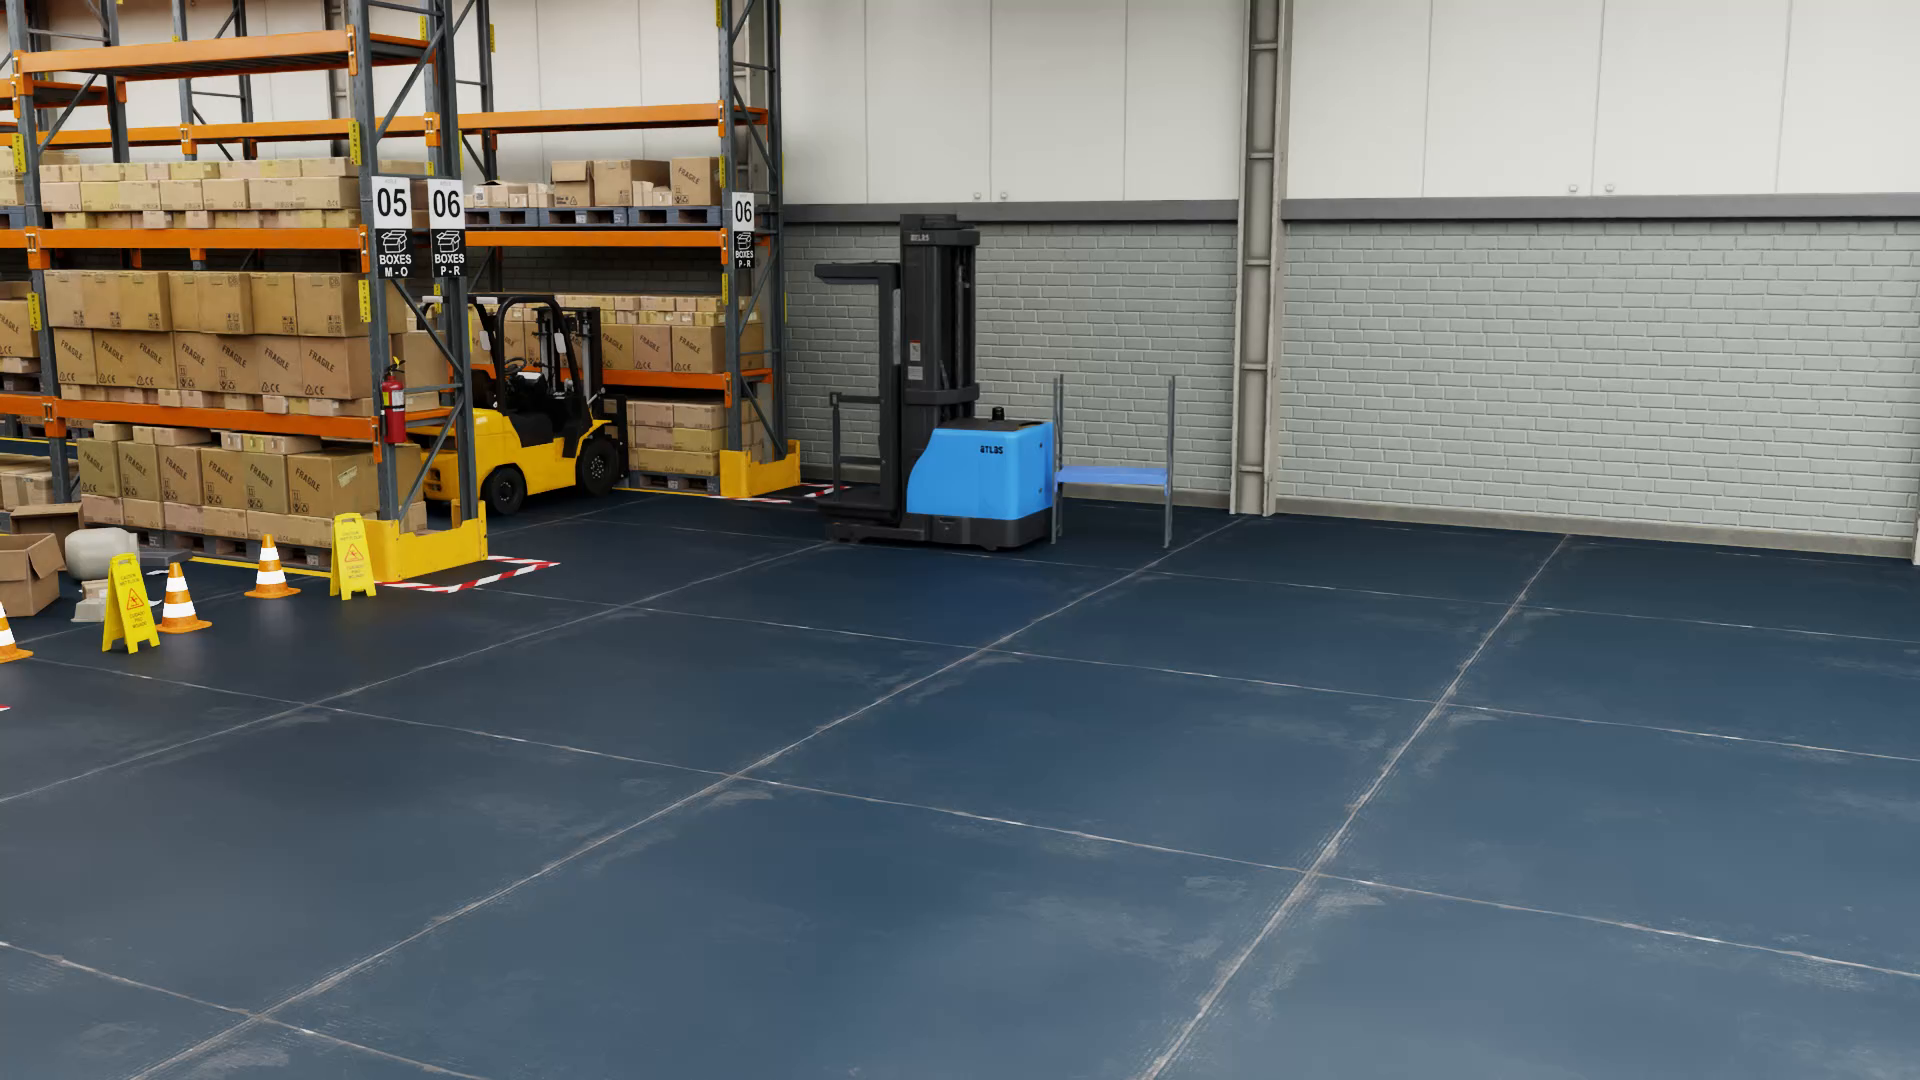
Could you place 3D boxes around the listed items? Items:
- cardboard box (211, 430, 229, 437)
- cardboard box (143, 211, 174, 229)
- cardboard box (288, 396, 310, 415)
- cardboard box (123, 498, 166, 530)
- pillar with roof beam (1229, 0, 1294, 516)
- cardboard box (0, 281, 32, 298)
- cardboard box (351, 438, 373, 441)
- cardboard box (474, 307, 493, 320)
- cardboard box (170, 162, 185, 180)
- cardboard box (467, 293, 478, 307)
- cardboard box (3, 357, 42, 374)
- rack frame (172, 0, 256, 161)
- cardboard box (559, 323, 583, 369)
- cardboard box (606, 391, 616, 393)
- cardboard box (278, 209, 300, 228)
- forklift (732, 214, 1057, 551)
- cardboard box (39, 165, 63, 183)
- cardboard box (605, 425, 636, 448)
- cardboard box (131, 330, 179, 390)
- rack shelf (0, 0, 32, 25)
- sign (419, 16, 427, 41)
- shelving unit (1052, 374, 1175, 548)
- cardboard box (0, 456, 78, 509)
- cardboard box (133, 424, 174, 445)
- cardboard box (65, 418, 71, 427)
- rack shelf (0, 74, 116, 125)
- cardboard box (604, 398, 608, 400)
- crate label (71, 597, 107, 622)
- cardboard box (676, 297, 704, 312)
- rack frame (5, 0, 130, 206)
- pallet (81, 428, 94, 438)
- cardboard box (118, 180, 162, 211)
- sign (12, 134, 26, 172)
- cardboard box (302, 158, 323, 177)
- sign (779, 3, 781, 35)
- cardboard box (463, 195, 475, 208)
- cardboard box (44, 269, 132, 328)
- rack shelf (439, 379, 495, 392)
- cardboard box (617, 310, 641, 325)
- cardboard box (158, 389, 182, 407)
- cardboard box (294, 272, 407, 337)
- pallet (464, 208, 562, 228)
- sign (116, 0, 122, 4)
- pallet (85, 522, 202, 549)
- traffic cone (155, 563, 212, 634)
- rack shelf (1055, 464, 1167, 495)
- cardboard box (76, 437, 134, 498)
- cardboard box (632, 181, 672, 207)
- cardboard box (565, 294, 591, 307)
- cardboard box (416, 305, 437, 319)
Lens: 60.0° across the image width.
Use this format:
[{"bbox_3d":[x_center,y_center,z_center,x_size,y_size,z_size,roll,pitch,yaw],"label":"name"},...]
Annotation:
[{"bbox_3d":[-6.878,-0.726,15.275,0.500,0.500,0.500,5,12,27],"label":"cardboard box"},{"bbox_3d":[-6.696,-2.720,14.139,0.250,0.149,0.380,5,11,25],"label":"cardboard box"},{"bbox_3d":[-5.324,-1.129,13.773,0.250,0.149,0.380,5,11,25],"label":"cardboard box"},{"bbox_3d":[-7.091,-0.271,14.865,0.500,0.250,0.500,6,12,29],"label":"cardboard box"},{"bbox_3d":[1.046,-4.015,12.168,0.400,9.000,9.100,5,11,26],"label":"pillar with roof beam"},{"bbox_3d":[-9.269,-2.431,16.144,0.250,0.149,0.380,6,12,29],"label":"cardboard box"},{"bbox_3d":[-6.956,-1.480,20.493,0.625,0.625,0.875,5,11,25],"label":"cardboard box"},{"bbox_3d":[-5.389,-2.621,19.208,0.250,0.149,0.380,5,12,27],"label":"cardboard box"},{"bbox_3d":[-6.415,-3.106,14.030,0.250,0.149,0.380,5,12,27],"label":"cardboard box"},{"bbox_3d":[-5.636,-2.782,19.263,0.250,0.149,0.380,5,12,27],"label":"cardboard box"},{"bbox_3d":[-8.567,-1.626,15.340,0.250,0.149,0.380,5,11,27],"label":"cardboard box"},{"bbox_3d":[-9.378,-5.607,20.964,0.127,3.000,1.000,5,11,26],"label":"rack frame"},{"bbox_3d":[-4.138,-2.191,18.655,0.500,0.500,0.500,5,11,26],"label":"cardboard box"},{"bbox_3d":[-4.355,-1.598,19.392,0.500,0.250,0.500,5,11,26],"label":"cardboard box"},{"bbox_3d":[-5.301,-2.608,13.522,0.250,0.149,0.380,5,12,28],"label":"cardboard box"},{"bbox_3d":[-0.670,-1.499,15.305,3.031,2.935,1.130,5,11,25],"label":"forklift"},{"bbox_3d":[-7.846,-3.215,14.634,0.250,0.149,0.380,5,11,25],"label":"cardboard box"},{"bbox_3d":[-3.696,-1.191,18.548,0.500,0.250,0.500,5,11,25],"label":"cardboard box"},{"bbox_3d":[-6.808,-1.586,14.474,0.500,0.500,0.500,5,11,25],"label":"cardboard box"},{"bbox_3d":[-14.759,-7.361,23.345,4.000,0.370,1.077,5,11,26],"label":"rack shelf"},{"bbox_3d":[-6.020,-5.703,18.648,0.005,0.325,0.100,5,11,26],"label":"sign"},{"bbox_3d":[1.391,-0.727,15.054,1.048,1.500,0.538,2,10,10],"label":"shelving unit"},{"bbox_3d":[-9.102,-0.558,16.108,0.625,0.372,0.950,6,12,29],"label":"cardboard box"},{"bbox_3d":[-7.027,-0.940,14.633,0.250,0.149,0.380,6,12,28],"label":"cardboard box"},{"bbox_3d":[-12.149,-1.833,22.793,0.500,0.500,0.500,5,11,25],"label":"cardboard box"},{"bbox_3d":[-9.777,-4.106,15.811,4.000,0.370,1.077,5,11,26],"label":"rack shelf"},{"bbox_3d":[-4.123,-1.476,18.714,0.500,0.250,0.500,5,11,25],"label":"cardboard box"},{"bbox_3d":[-6.272,0.501,12.097,0.298,0.136,0.250,-1,10,-4],"label":"crate label"},{"bbox_3d":[-2.853,-2.549,17.972,0.250,0.149,0.380,5,11,26],"label":"cardboard box"},{"bbox_3d":[-7.984,-4.499,14.841,0.127,3.000,1.000,5,11,26],"label":"rack frame"},{"bbox_3d":[-11.121,-1.444,22.638,1.213,0.211,1.003,5,11,26],"label":"pallet"},{"bbox_3d":[-6.800,-2.937,14.216,0.500,0.250,0.500,5,11,26],"label":"cardboard box"},{"bbox_3d":[-8.226,-3.382,14.535,0.005,0.325,0.100,5,11,26],"label":"sign"},{"bbox_3d":[-5.045,-2.983,13.351,0.250,0.149,0.380,5,12,27],"label":"cardboard box"},{"bbox_3d":[-1.953,-5.603,17.871,0.005,0.325,0.100,5,11,26],"label":"sign"},{"bbox_3d":[-5.523,-3.864,19.002,0.250,0.149,0.380,5,12,27],"label":"cardboard box"},{"bbox_3d":[-7.685,-2.165,14.868,0.500,0.500,0.700,5,11,25],"label":"cardboard box"},{"bbox_3d":[-7.585,-2.144,20.692,4.000,0.370,1.077,5,11,26],"label":"rack shelf"},{"bbox_3d":[-3.564,-2.456,18.297,0.250,0.149,0.380,5,11,24],"label":"cardboard box"},{"bbox_3d":[-6.700,-1.245,14.412,0.250,0.149,0.380,5,11,26],"label":"cardboard box"},{"bbox_3d":[-4.951,-1.925,13.539,0.500,0.500,0.700,5,11,24],"label":"cardboard box"},{"bbox_3d":[-5.015,-3.709,19.149,1.213,0.211,1.003,5,11,26],"label":"pallet"},{"bbox_3d":[-7.727,-5.083,15.221,0.005,0.325,0.100,5,11,26],"label":"sign"},{"bbox_3d":[-7.366,-0.128,15.362,1.213,0.211,1.003,5,11,26],"label":"pallet"},{"bbox_3d":[-5.539,0.393,11.781,0.334,0.463,0.336,5,11,26],"label":"traffic cone"},{"bbox_3d":[1.391,-0.550,15.086,1.000,0.185,0.538,2,10,10],"label":"rack shelf"},{"bbox_3d":[-7.574,-0.680,15.021,0.500,0.500,0.500,6,12,29],"label":"cardboard box"},{"bbox_3d":[-3.309,-3.727,17.917,0.258,0.266,0.396,5,11,26],"label":"cardboard box"},{"bbox_3d":[-4.215,-2.677,18.679,0.250,0.149,0.380,5,11,26],"label":"cardboard box"},{"bbox_3d":[-6.196,-2.700,19.643,0.250,0.149,0.380,5,12,28],"label":"cardboard box"}]
